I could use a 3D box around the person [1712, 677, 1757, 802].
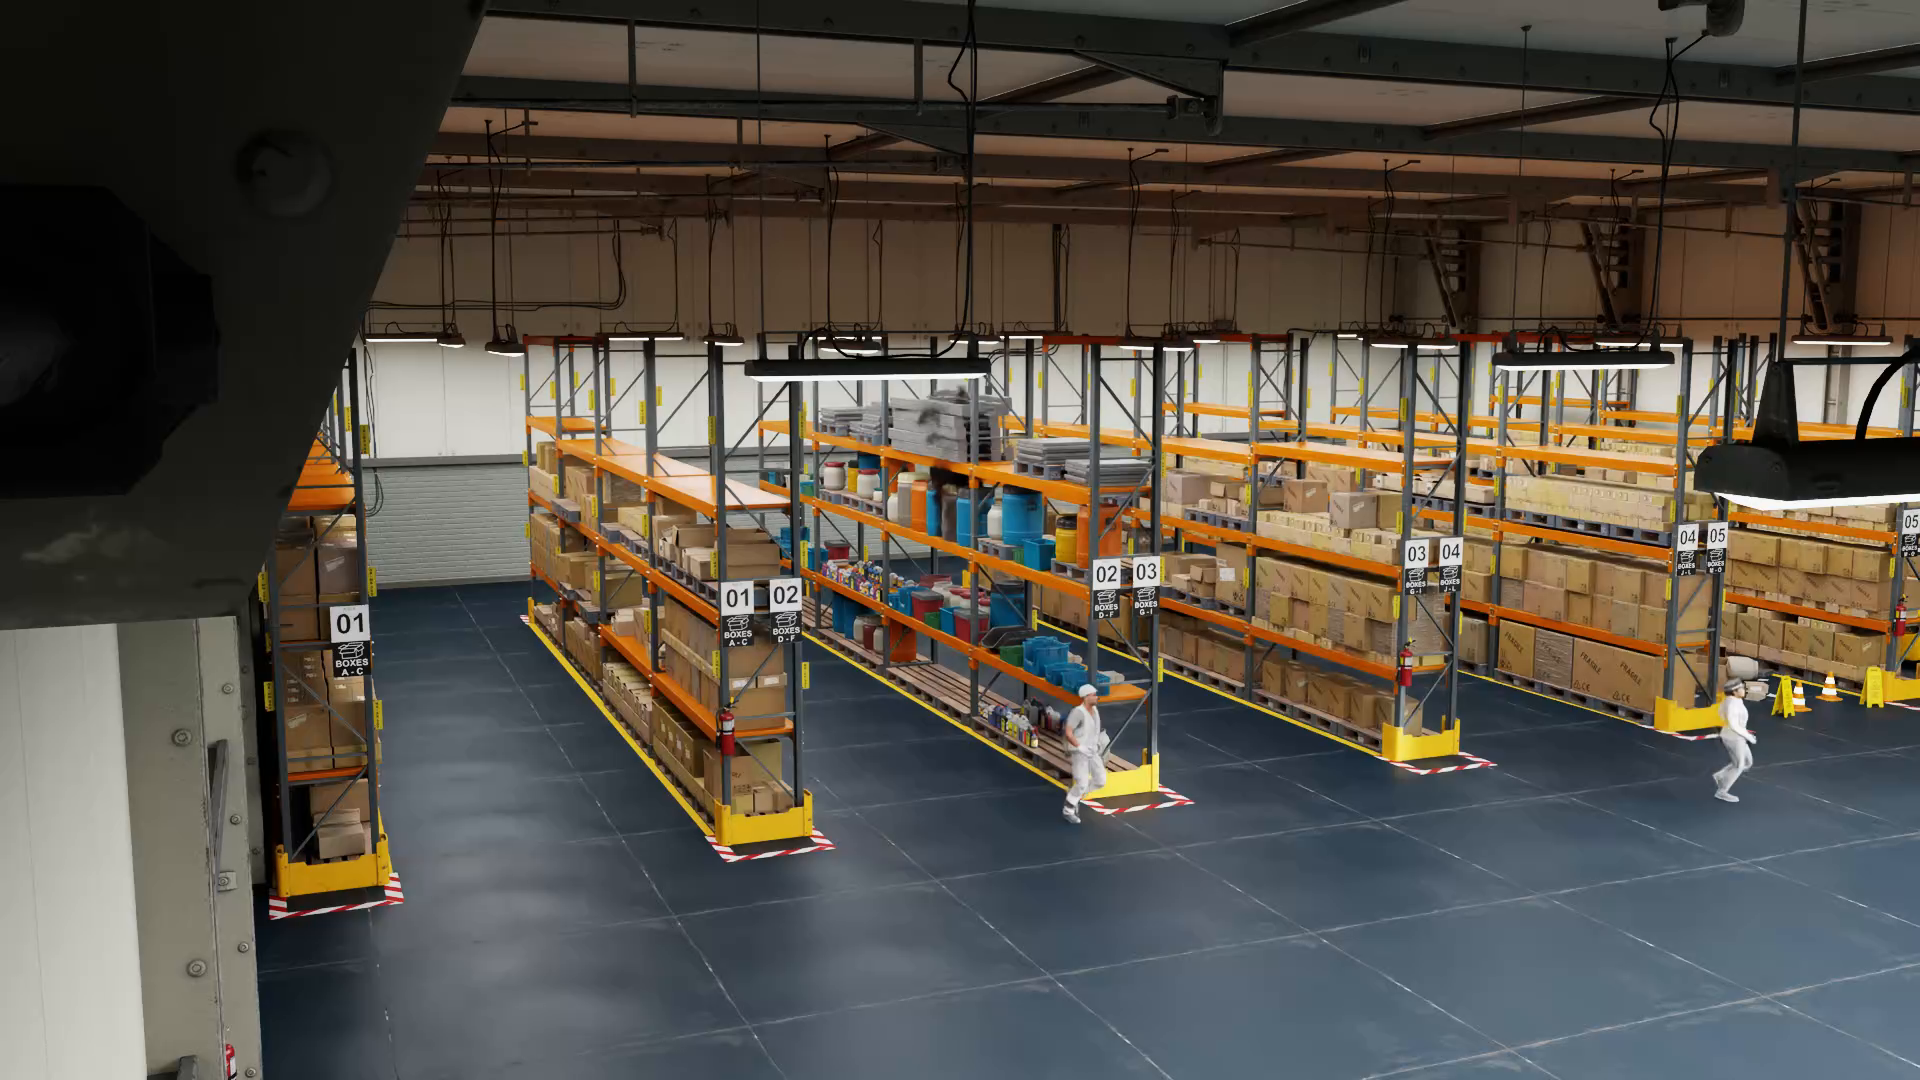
[{"bbox_3d":[10.206,2.613,21.894,0.488,1.656,0.626,3,8,19],"label":"person"}]

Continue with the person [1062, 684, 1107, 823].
[{"bbox_3d":[1.618,2.688,21.067,0.529,1.721,0.716,6,10,39],"label":"person"}]
